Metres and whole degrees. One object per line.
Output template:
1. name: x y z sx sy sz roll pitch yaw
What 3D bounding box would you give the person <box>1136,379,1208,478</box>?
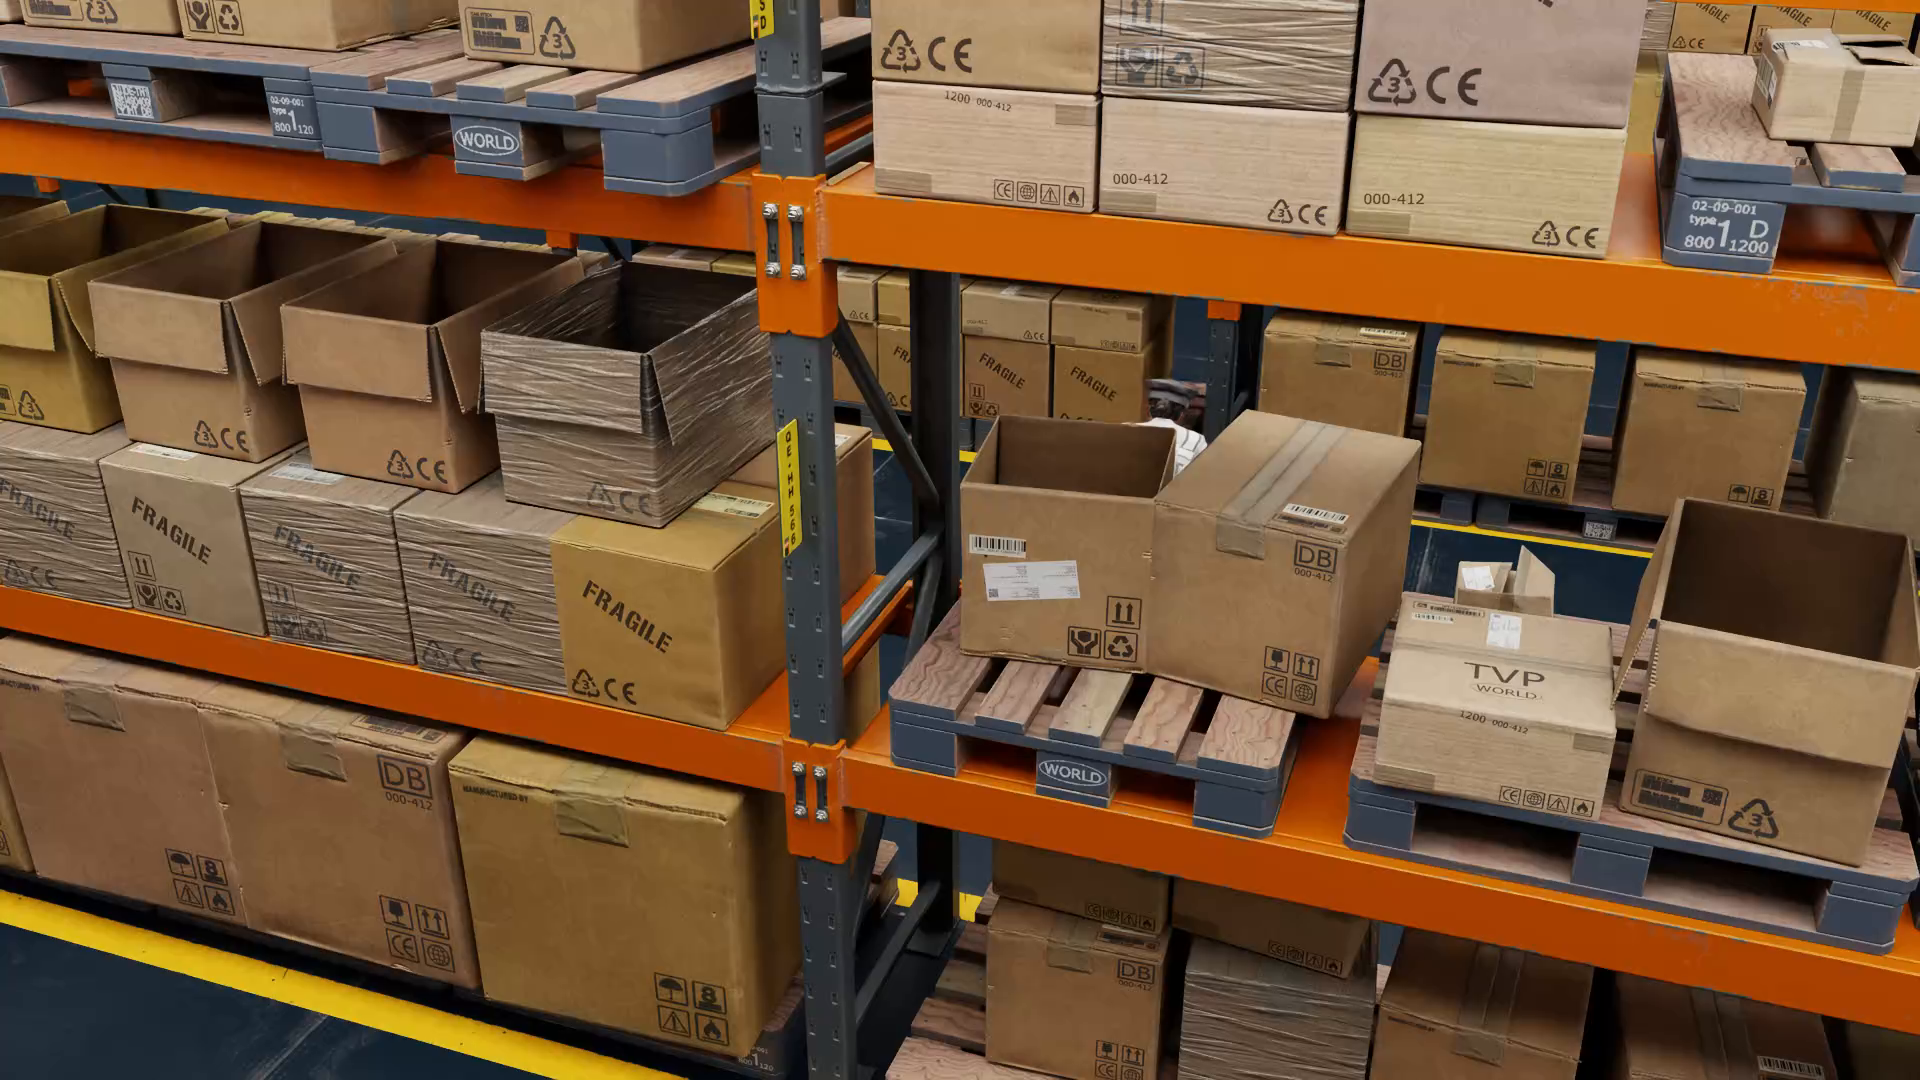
1. person: 0.838 -0.063 7.270 0.527 1.213 0.780 9 27 17
